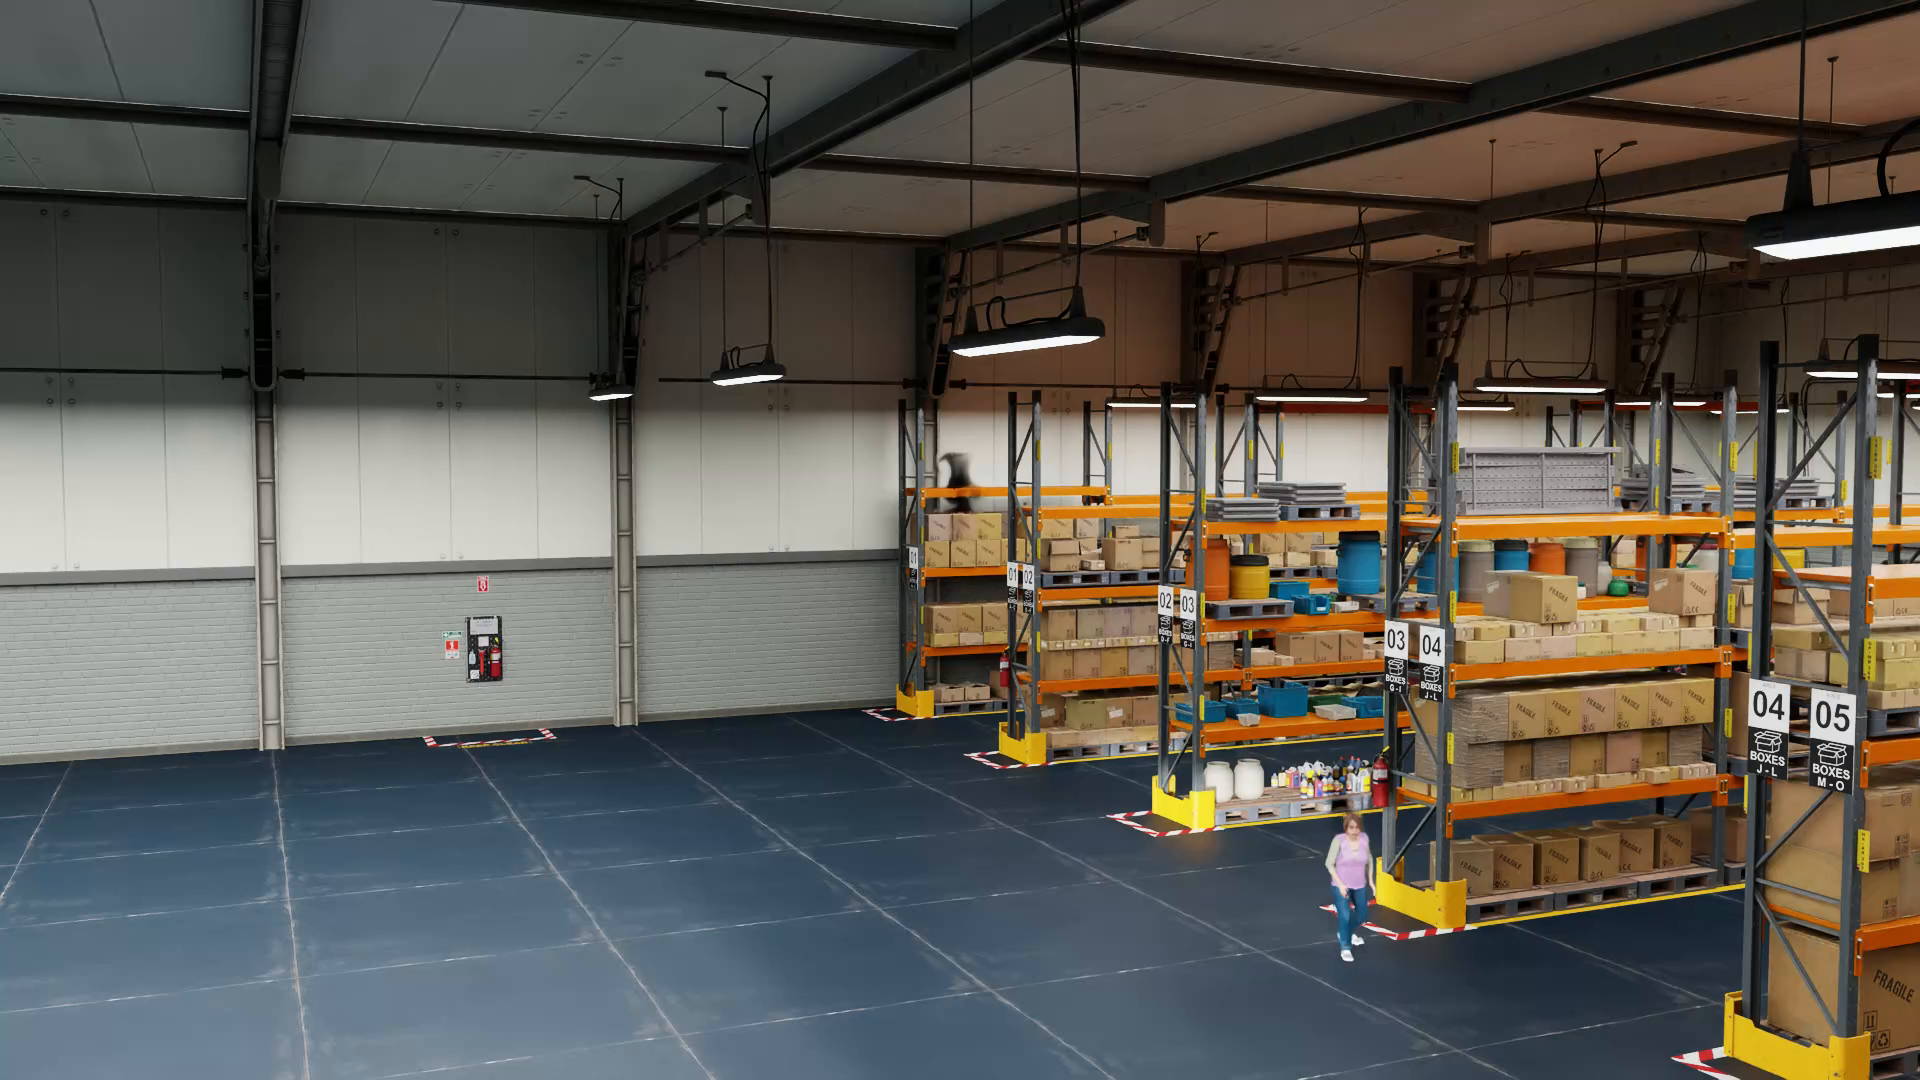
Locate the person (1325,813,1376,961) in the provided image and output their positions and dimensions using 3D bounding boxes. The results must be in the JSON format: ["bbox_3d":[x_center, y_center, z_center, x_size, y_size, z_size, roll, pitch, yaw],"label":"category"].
[{"bbox_3d":[3.867,3.428,16.591,0.537,1.525,0.698,0,3,-8],"label":"person"}]
